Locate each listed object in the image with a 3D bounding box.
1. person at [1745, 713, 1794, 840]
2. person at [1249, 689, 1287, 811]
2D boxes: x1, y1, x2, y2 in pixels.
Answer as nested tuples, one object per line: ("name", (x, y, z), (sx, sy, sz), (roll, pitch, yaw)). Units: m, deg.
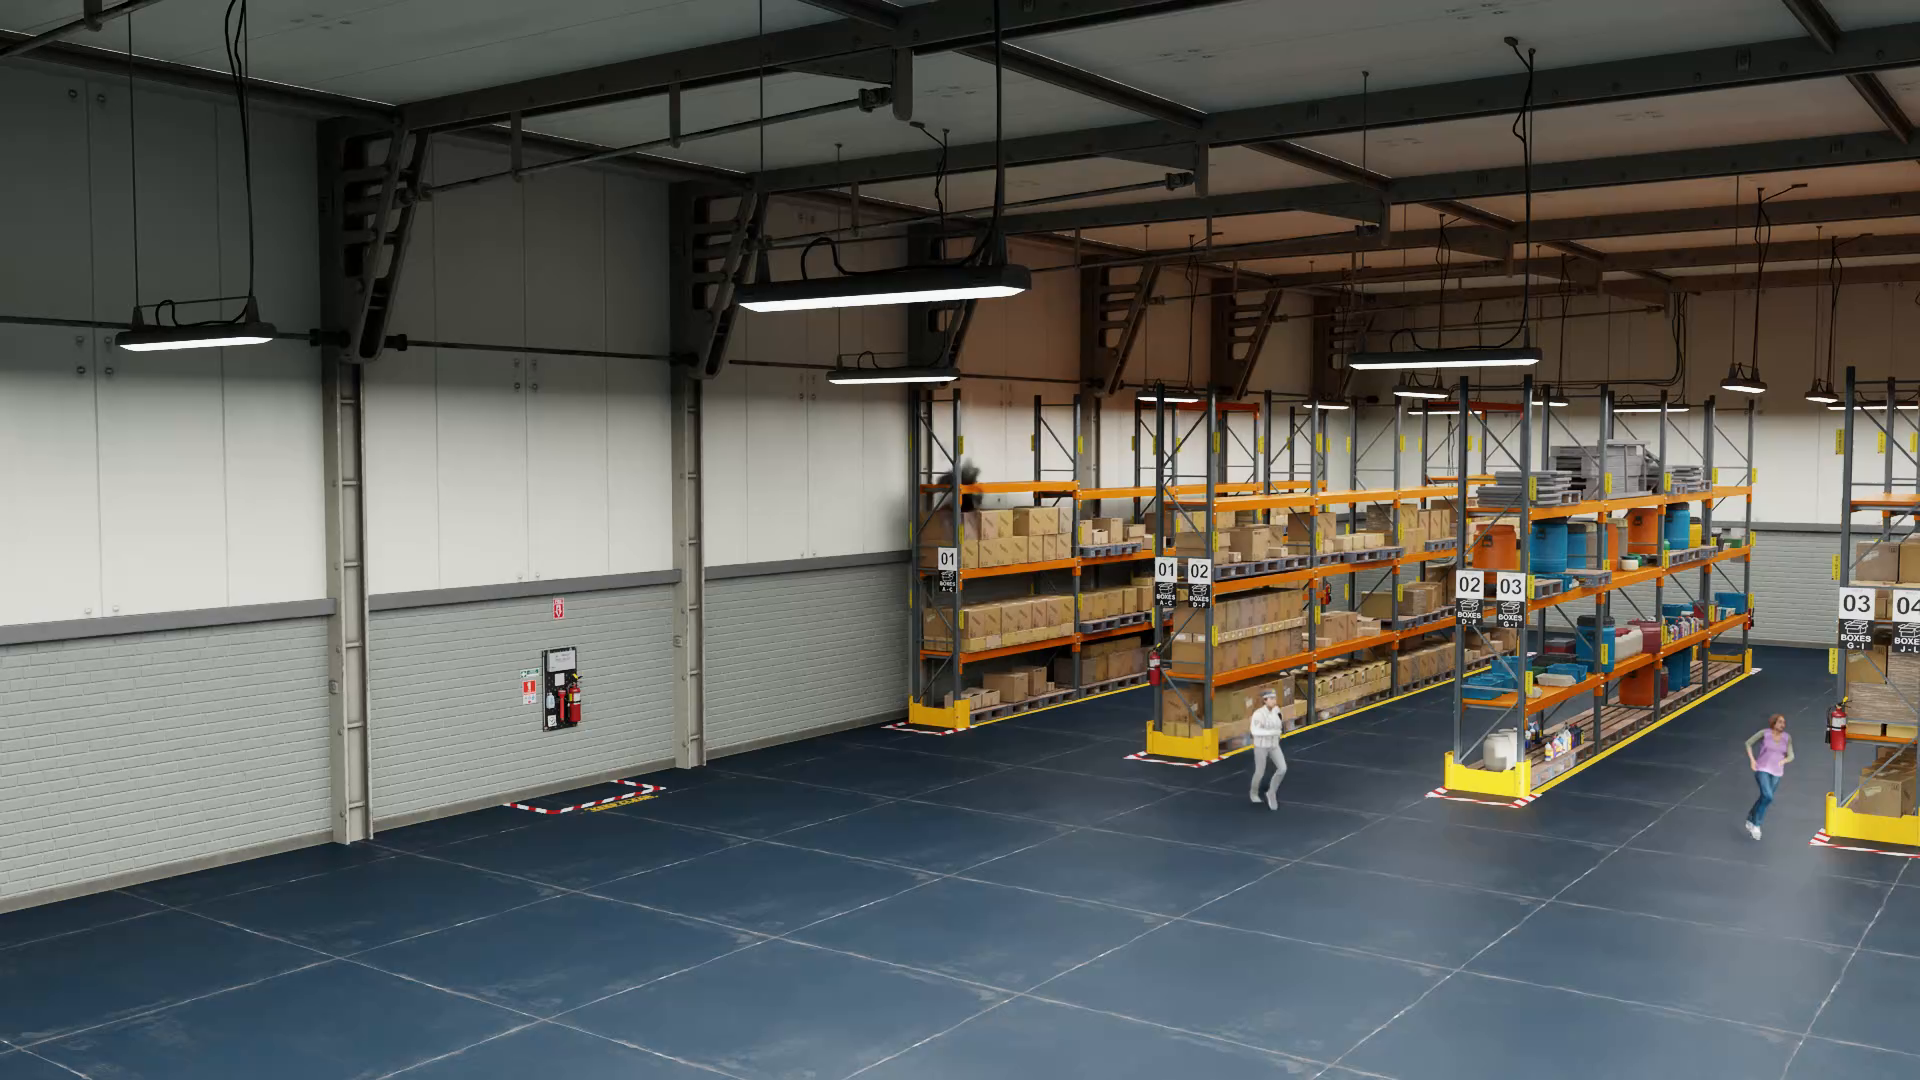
("person", (10.352, 3.004, 21.273), (0.525, 1.595, 0.637), (0, 3, 0))
("person", (4.224, 2.859, 22.846), (0.640, 1.683, 0.795), (-1, 4, -24))
